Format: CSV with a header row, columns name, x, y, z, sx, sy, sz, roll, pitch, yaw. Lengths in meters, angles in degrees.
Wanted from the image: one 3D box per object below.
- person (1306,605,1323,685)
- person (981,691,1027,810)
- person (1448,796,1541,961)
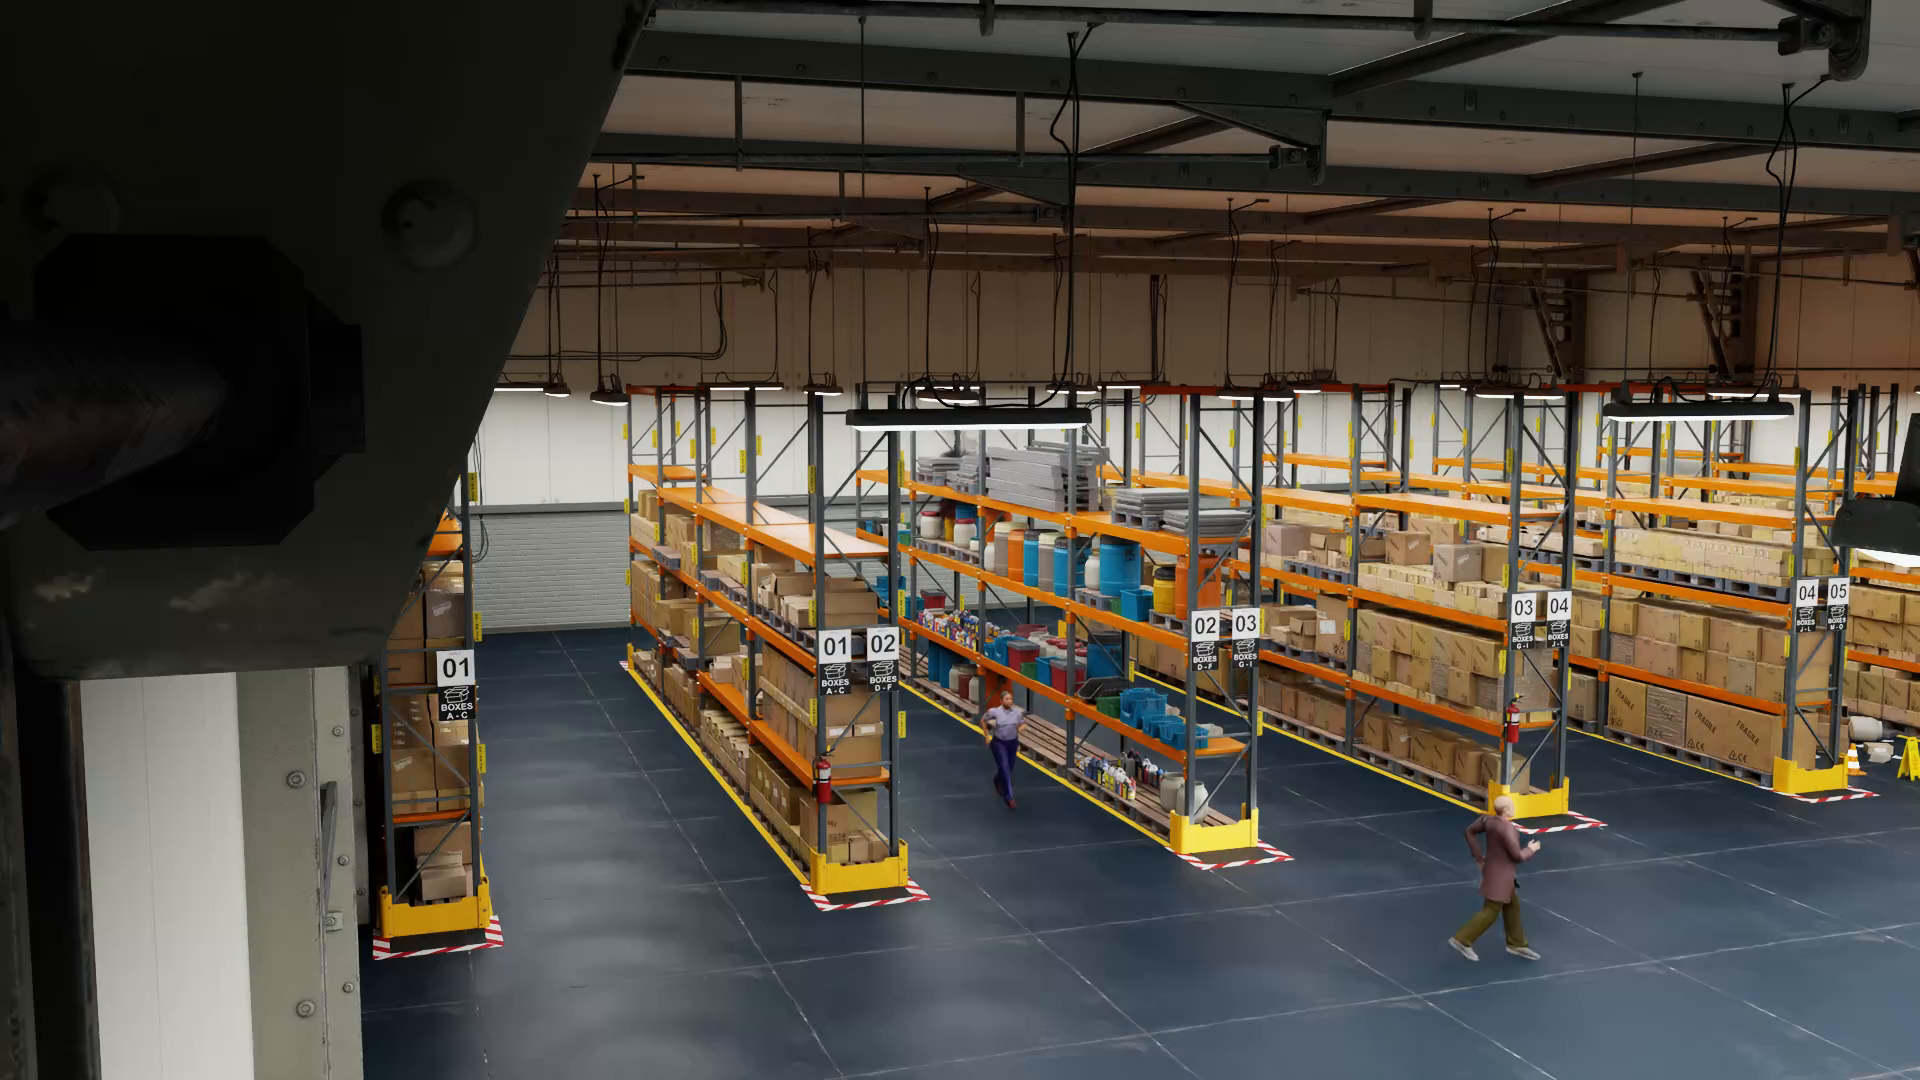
name,x,y,z,sx,sy,sz,roll,pitch,yaw
person,6.895,2.101,32.857,0.606,1.665,0.925,-3,7,-27
person,0.659,2.999,24.144,0.599,1.651,0.903,-3,6,-25
person,5.696,3.596,17.644,1.033,1.797,0.690,0,6,-3
